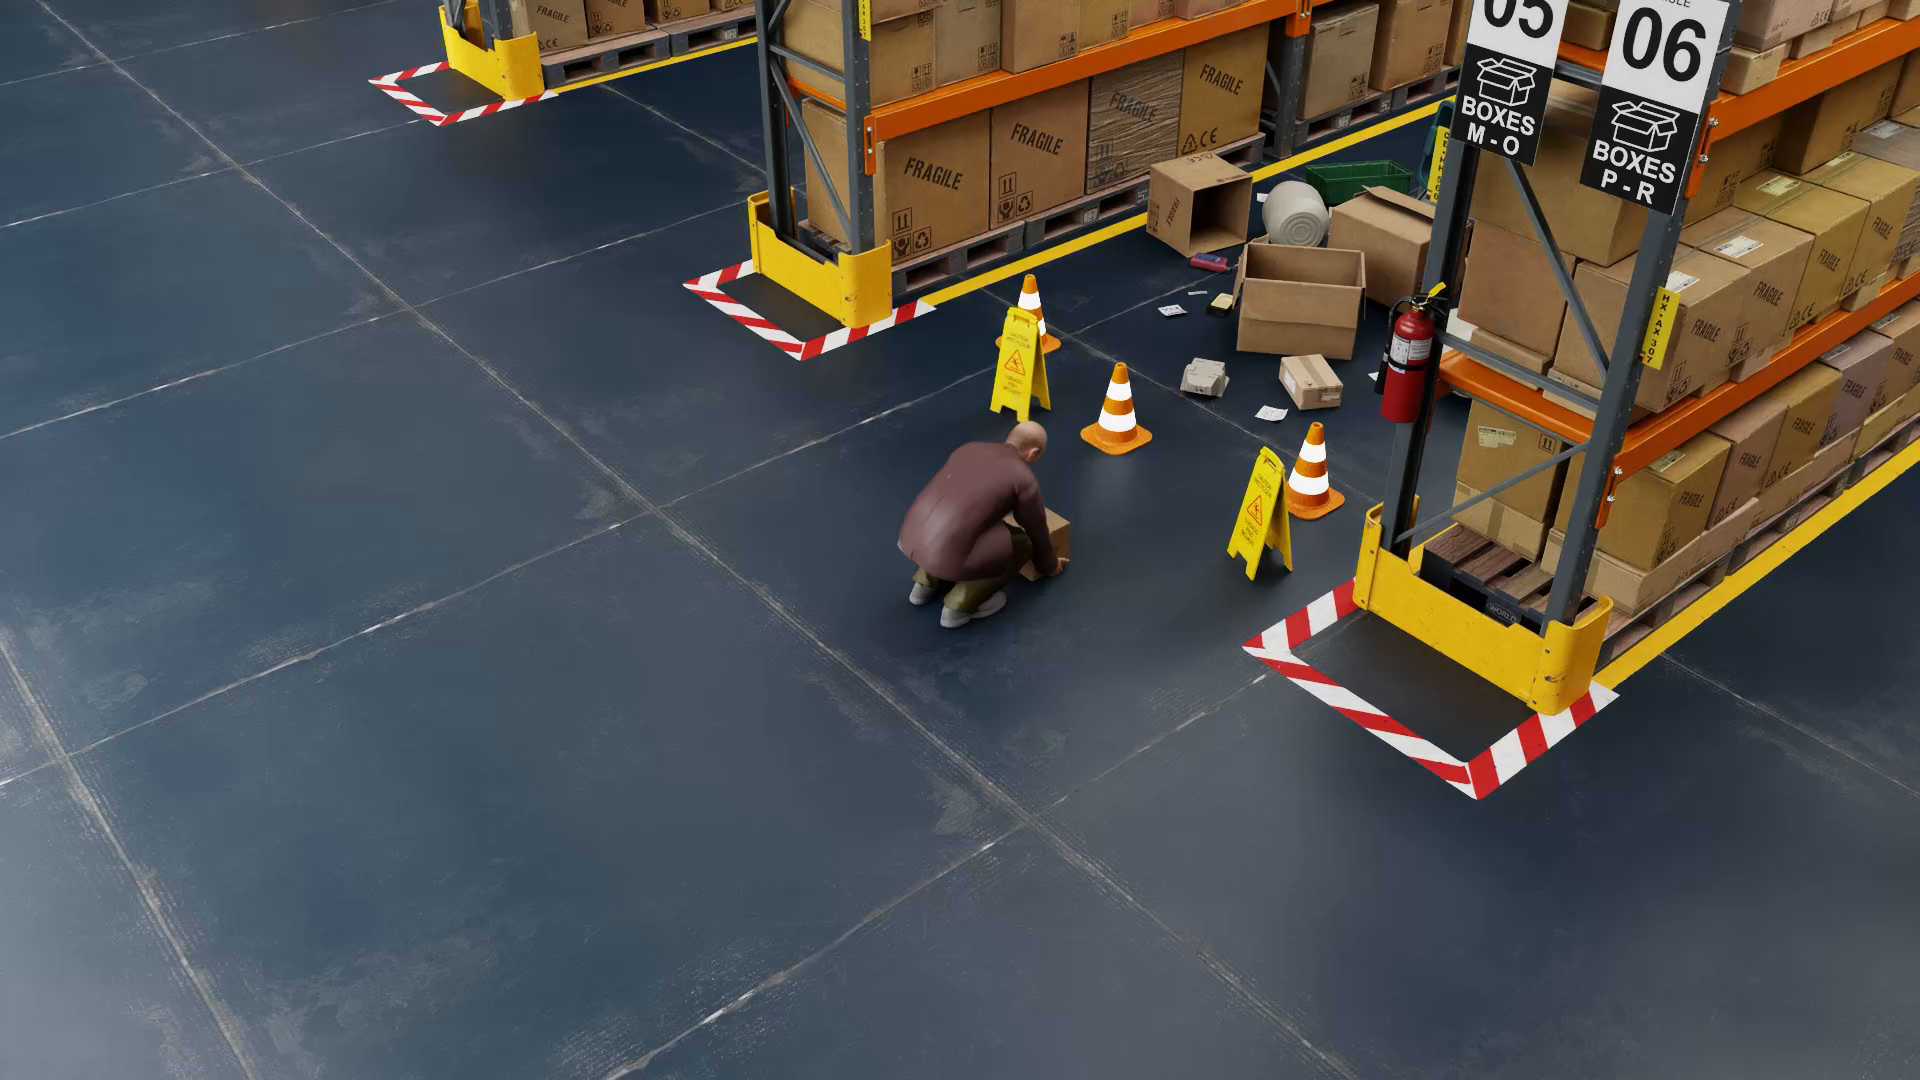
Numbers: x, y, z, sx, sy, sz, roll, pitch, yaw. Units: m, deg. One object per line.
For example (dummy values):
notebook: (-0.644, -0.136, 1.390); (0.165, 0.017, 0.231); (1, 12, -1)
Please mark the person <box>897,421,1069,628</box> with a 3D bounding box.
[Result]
person: (0.108, -0.034, 8.093); (0.927, 0.851, 0.581); (-27, 43, -32)
